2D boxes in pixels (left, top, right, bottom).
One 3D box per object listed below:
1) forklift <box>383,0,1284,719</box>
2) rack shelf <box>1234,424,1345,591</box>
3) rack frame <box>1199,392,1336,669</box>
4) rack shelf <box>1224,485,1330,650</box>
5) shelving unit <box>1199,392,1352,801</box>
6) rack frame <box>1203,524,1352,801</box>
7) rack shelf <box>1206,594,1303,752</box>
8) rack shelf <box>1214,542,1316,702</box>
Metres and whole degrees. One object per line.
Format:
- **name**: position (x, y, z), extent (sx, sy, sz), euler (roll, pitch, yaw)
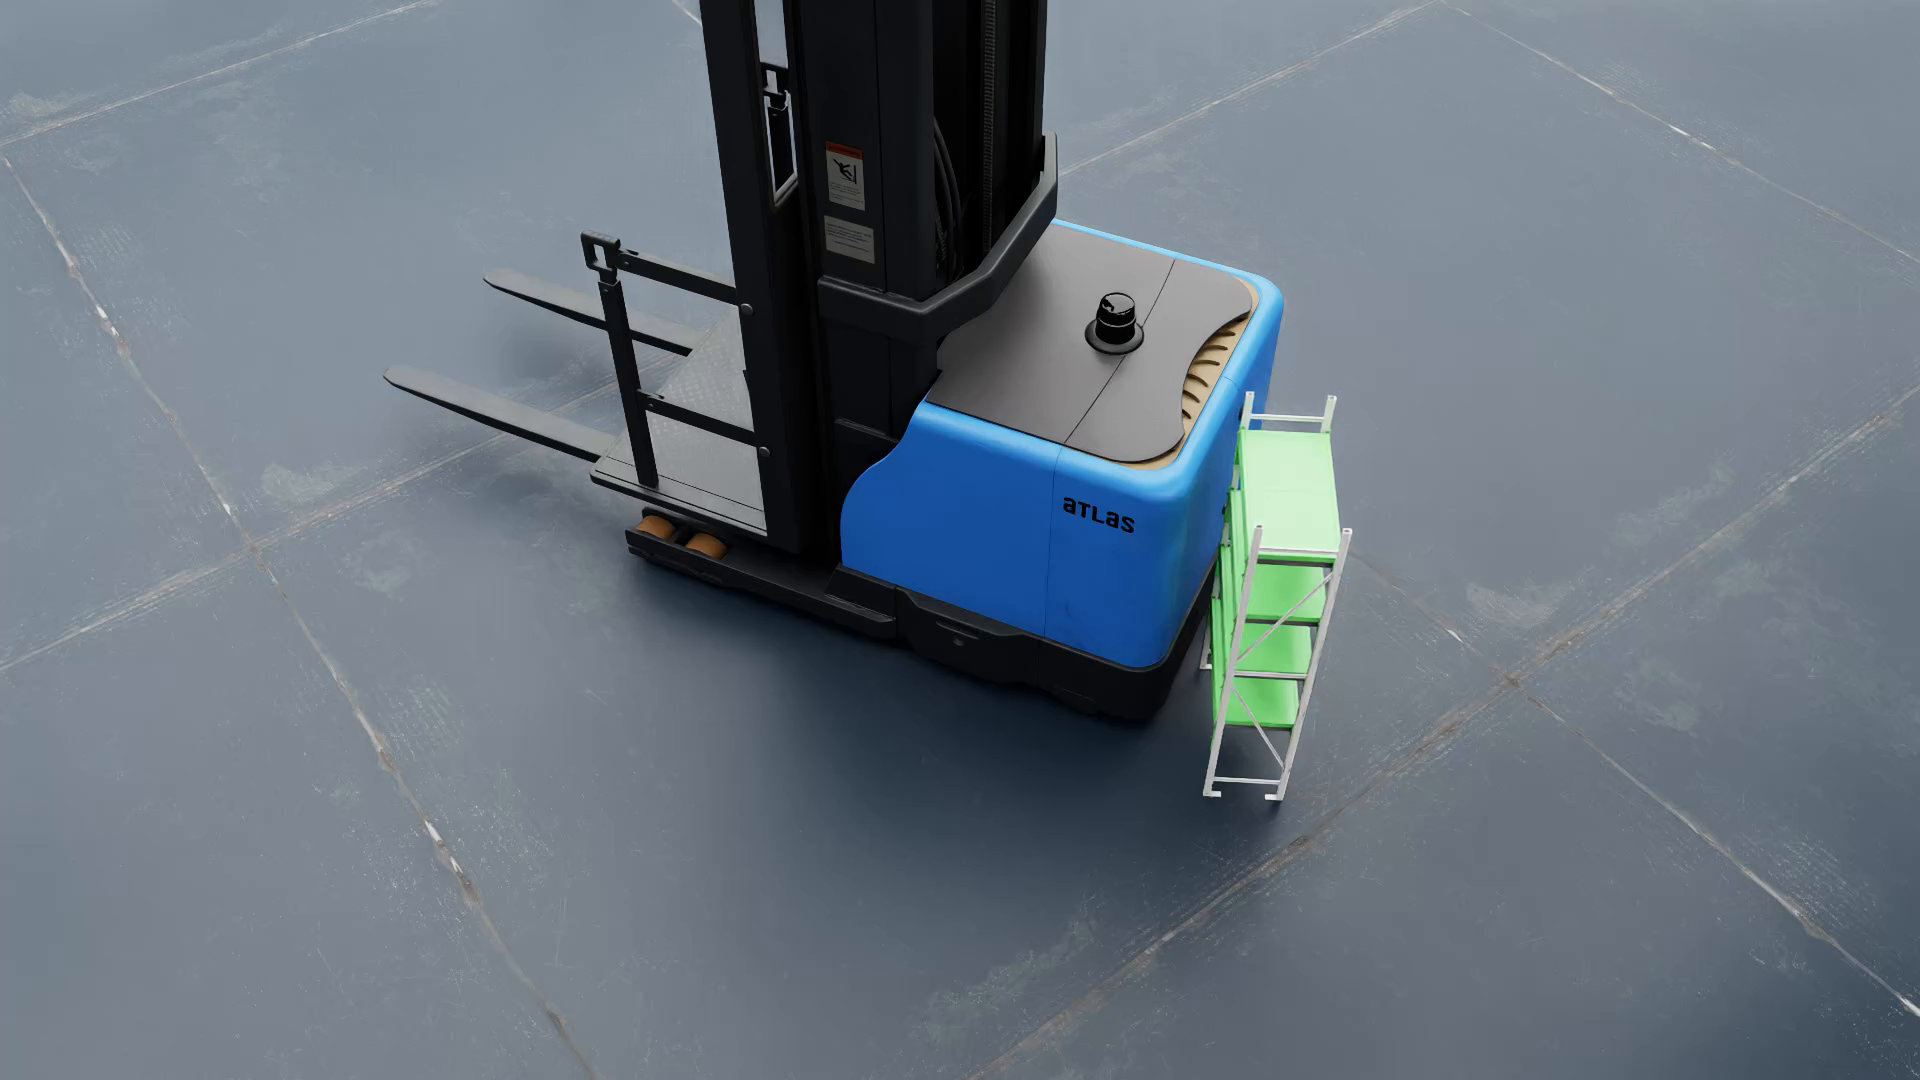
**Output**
- **forklift**: position (-0.567, -1.179, 4.841), extent (3.031, 2.935, 1.130), euler (19, 51, 16)
- **rack shelf**: position (0.875, -0.085, 4.456), extent (0.258, 0.148, 0.480), euler (3, 48, 3)
- **rack frame**: position (0.893, 0.014, 4.928), extent (0.240, 1.200, 0.015), euler (3, 48, 3)
- **rack shelf**: position (0.875, 0.076, 4.634), extent (0.258, 0.148, 0.480), euler (3, 48, 3)
- **shelving unit**: position (0.876, 0.194, 4.764), extent (0.258, 1.200, 0.503), euler (3, 48, 3)
- **rack frame**: position (0.858, 0.374, 4.601), extent (0.240, 1.200, 0.015), euler (3, 48, 3)
- **rack shelf**: position (0.876, 0.398, 4.989), extent (0.258, 0.148, 0.480), euler (3, 48, 3)
- **rack shelf**: position (0.876, 0.237, 4.811), extent (0.258, 0.148, 0.480), euler (3, 48, 3)
